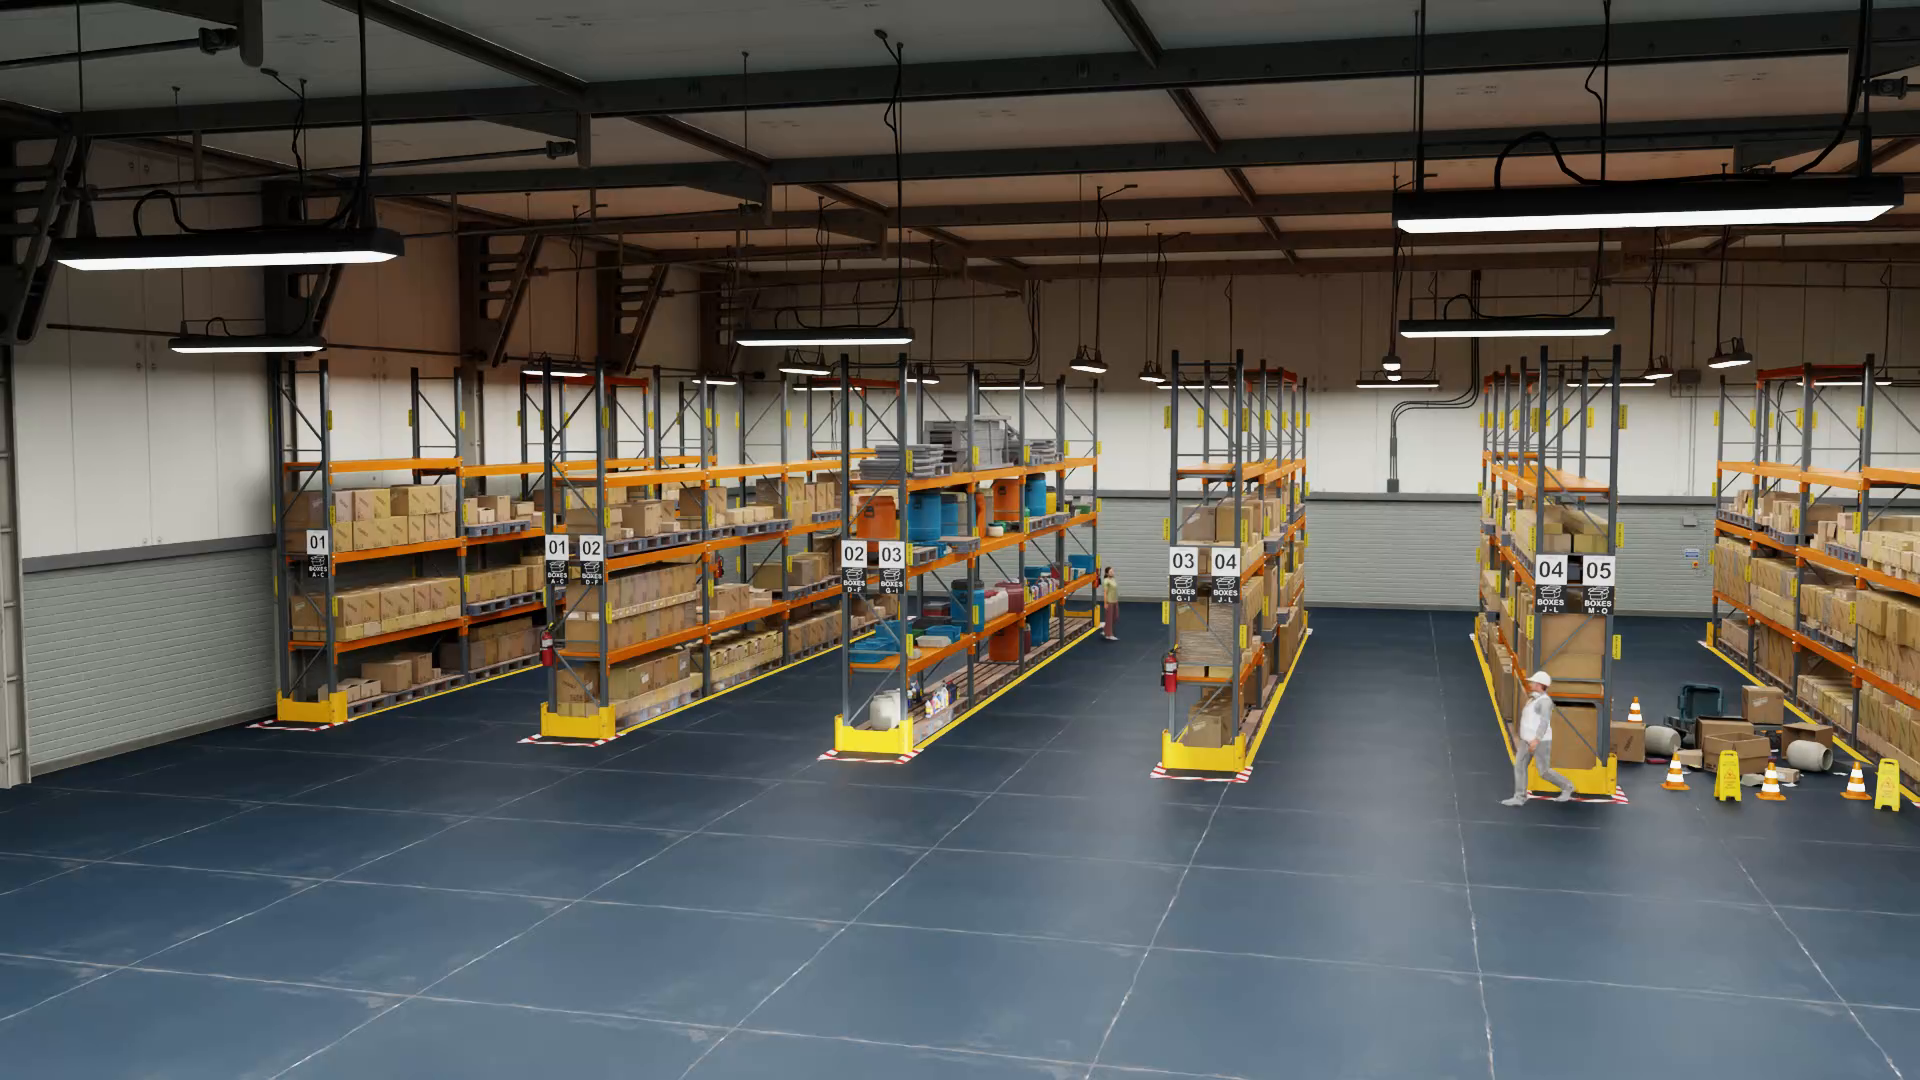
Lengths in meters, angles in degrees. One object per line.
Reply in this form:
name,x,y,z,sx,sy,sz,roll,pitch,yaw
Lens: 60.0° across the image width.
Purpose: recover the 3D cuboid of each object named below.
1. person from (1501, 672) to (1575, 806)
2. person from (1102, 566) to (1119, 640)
person,7.511,2.583,21.570,0.897,1.743,0.533,-1,4,-10
person,3.438,1.437,38.021,0.449,1.675,0.517,3,5,38
